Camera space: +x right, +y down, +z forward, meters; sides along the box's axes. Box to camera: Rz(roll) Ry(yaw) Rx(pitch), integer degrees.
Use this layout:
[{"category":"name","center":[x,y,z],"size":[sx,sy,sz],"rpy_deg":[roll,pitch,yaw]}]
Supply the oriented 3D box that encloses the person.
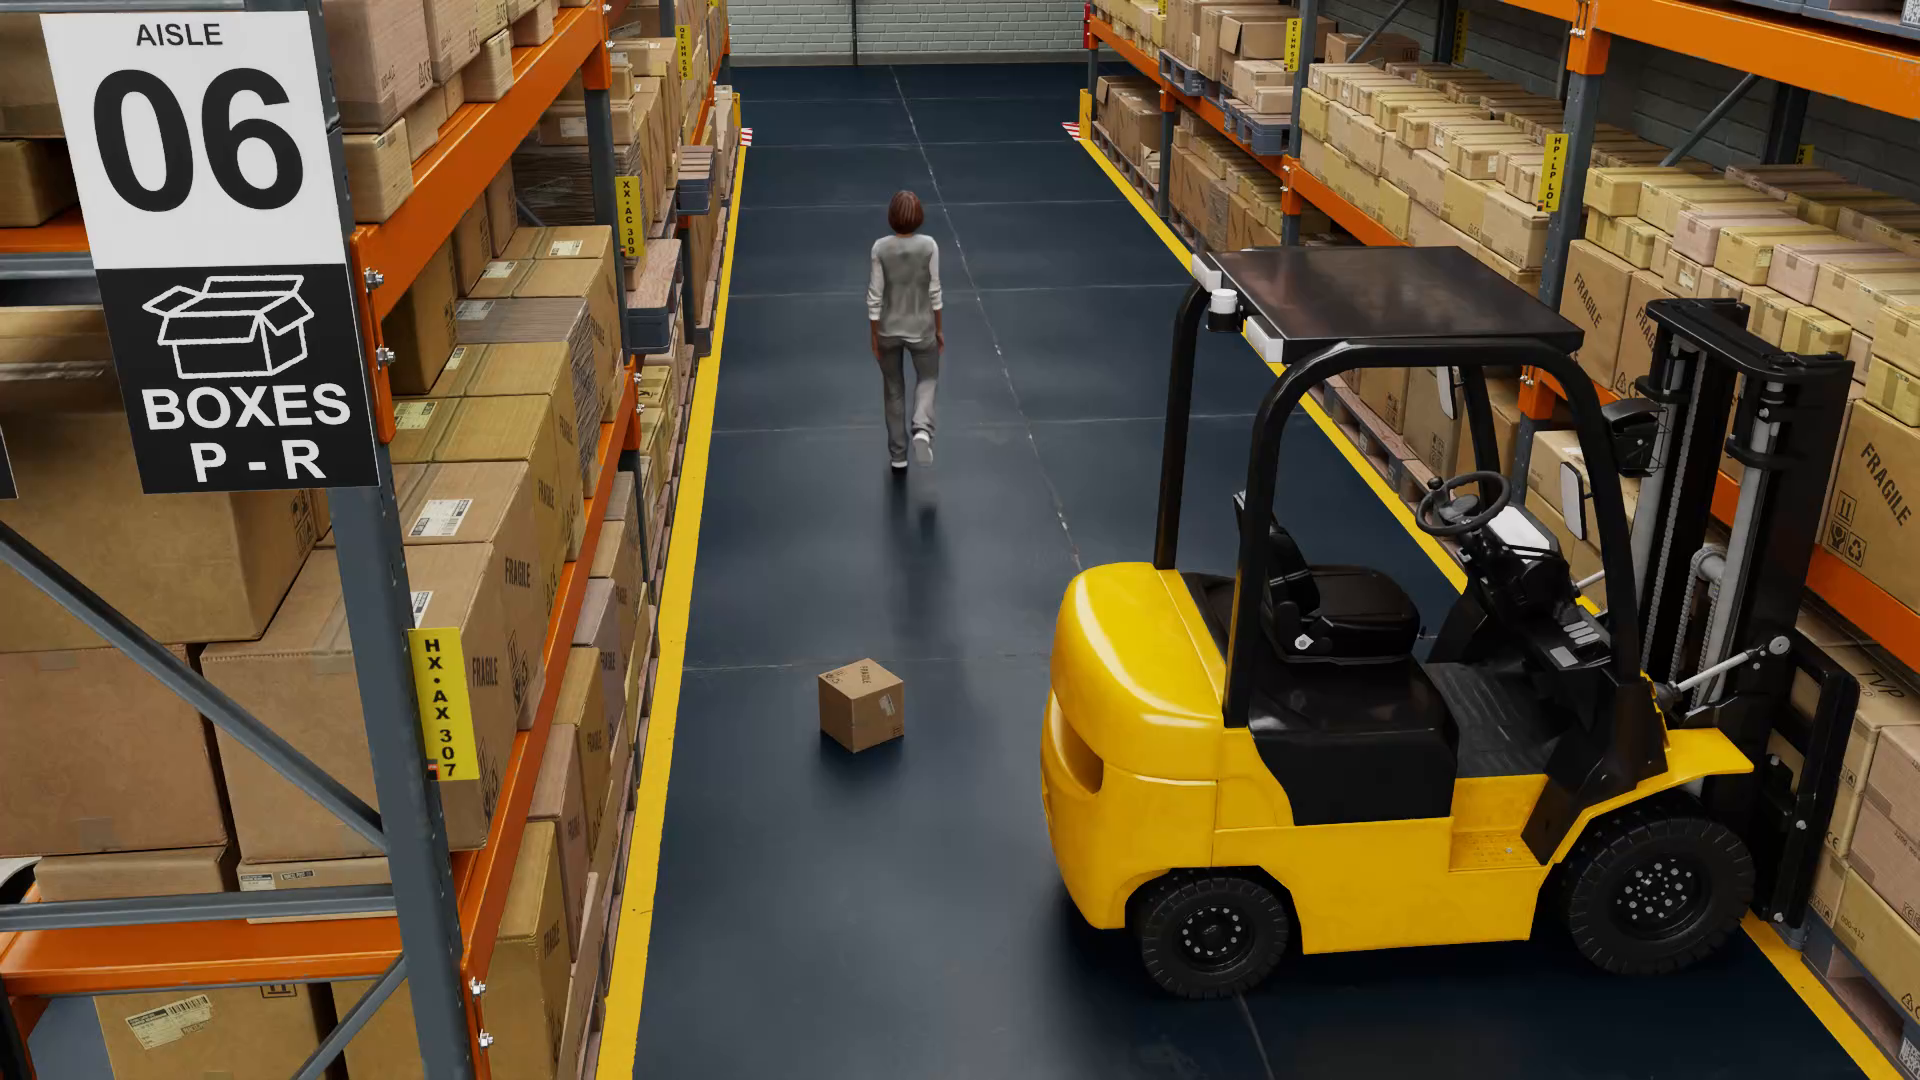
[{"category":"person","center":[-0.293,-1.118,9.070],"size":[0.421,1.586,0.539],"rpy_deg":[-1,24,-2]}]
